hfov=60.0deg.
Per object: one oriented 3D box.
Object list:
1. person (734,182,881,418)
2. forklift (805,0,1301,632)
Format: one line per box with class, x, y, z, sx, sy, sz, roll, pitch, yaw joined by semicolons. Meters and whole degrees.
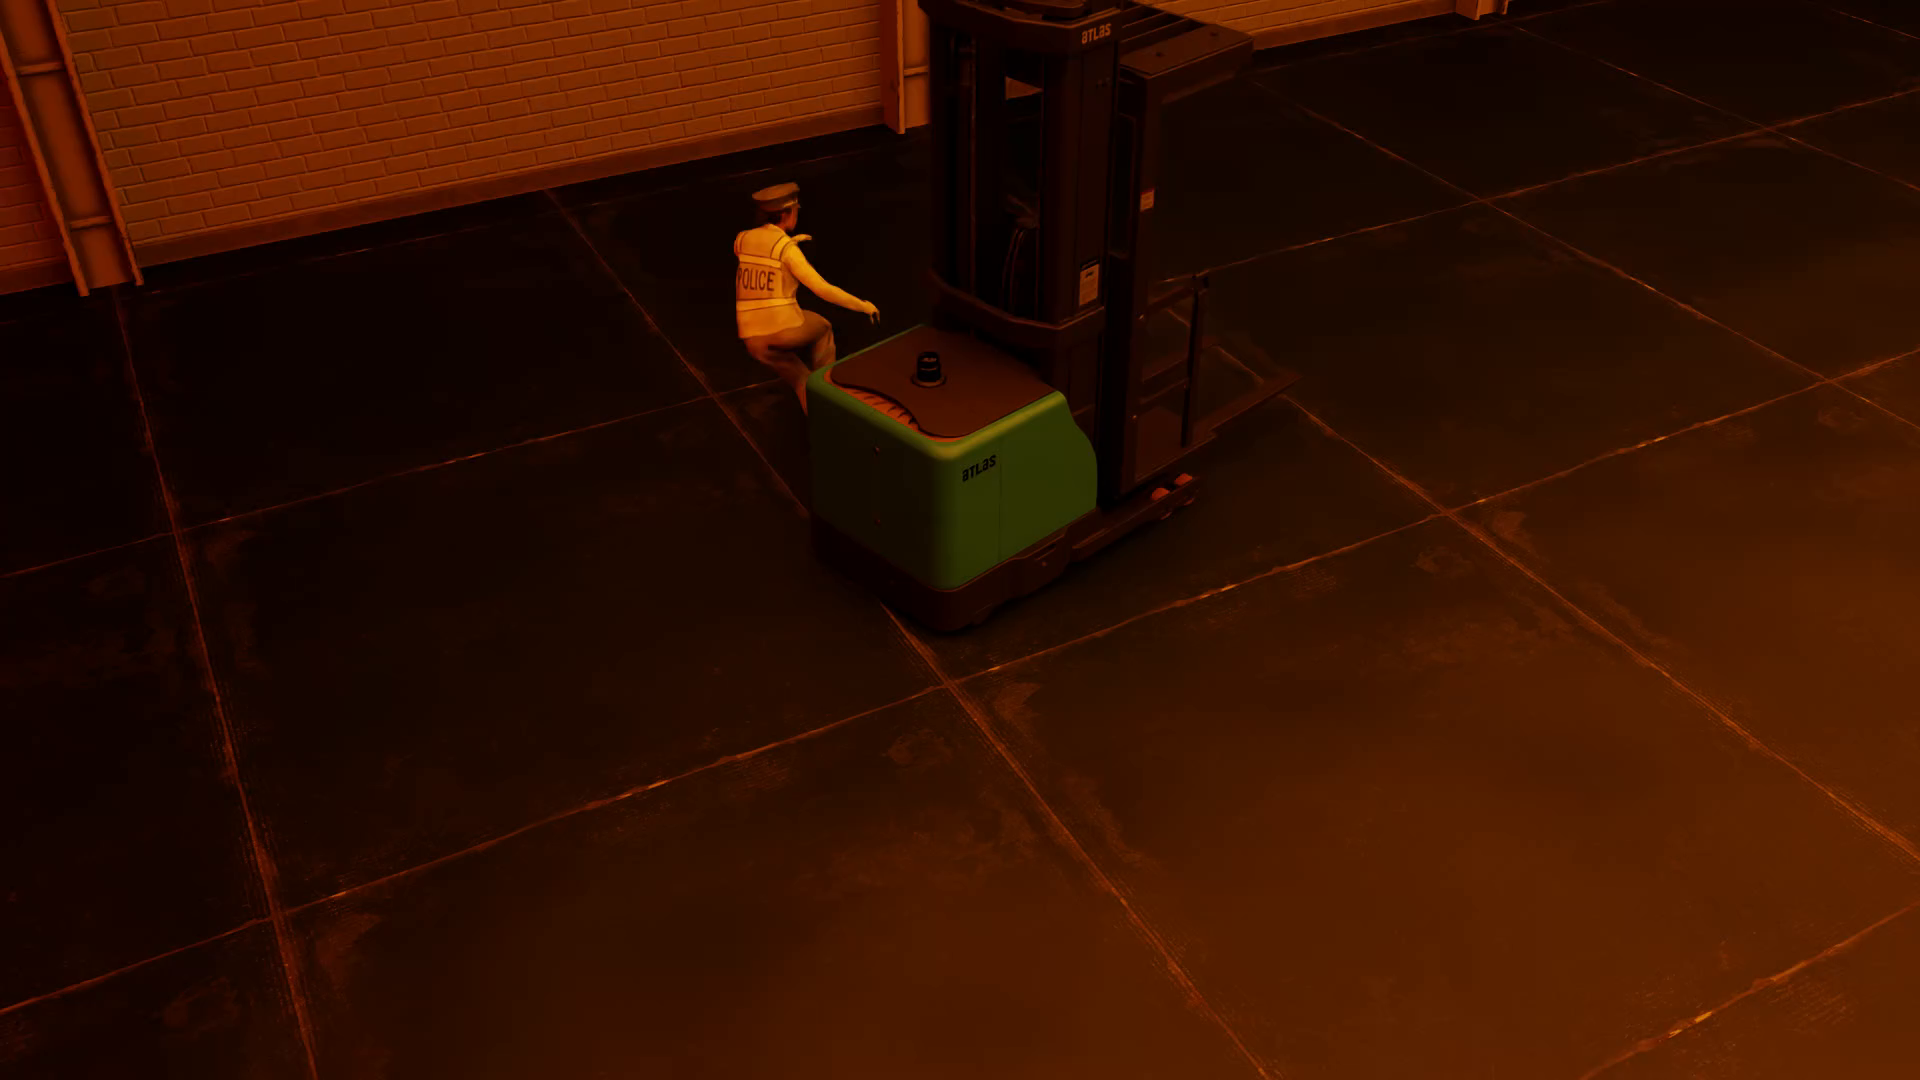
person;-0.858;-1.241;9.168;0.908;1.434;0.813;10;37;14
forklift;0.655;-1.500;8.245;3.031;2.935;1.130;-29;45;-35
